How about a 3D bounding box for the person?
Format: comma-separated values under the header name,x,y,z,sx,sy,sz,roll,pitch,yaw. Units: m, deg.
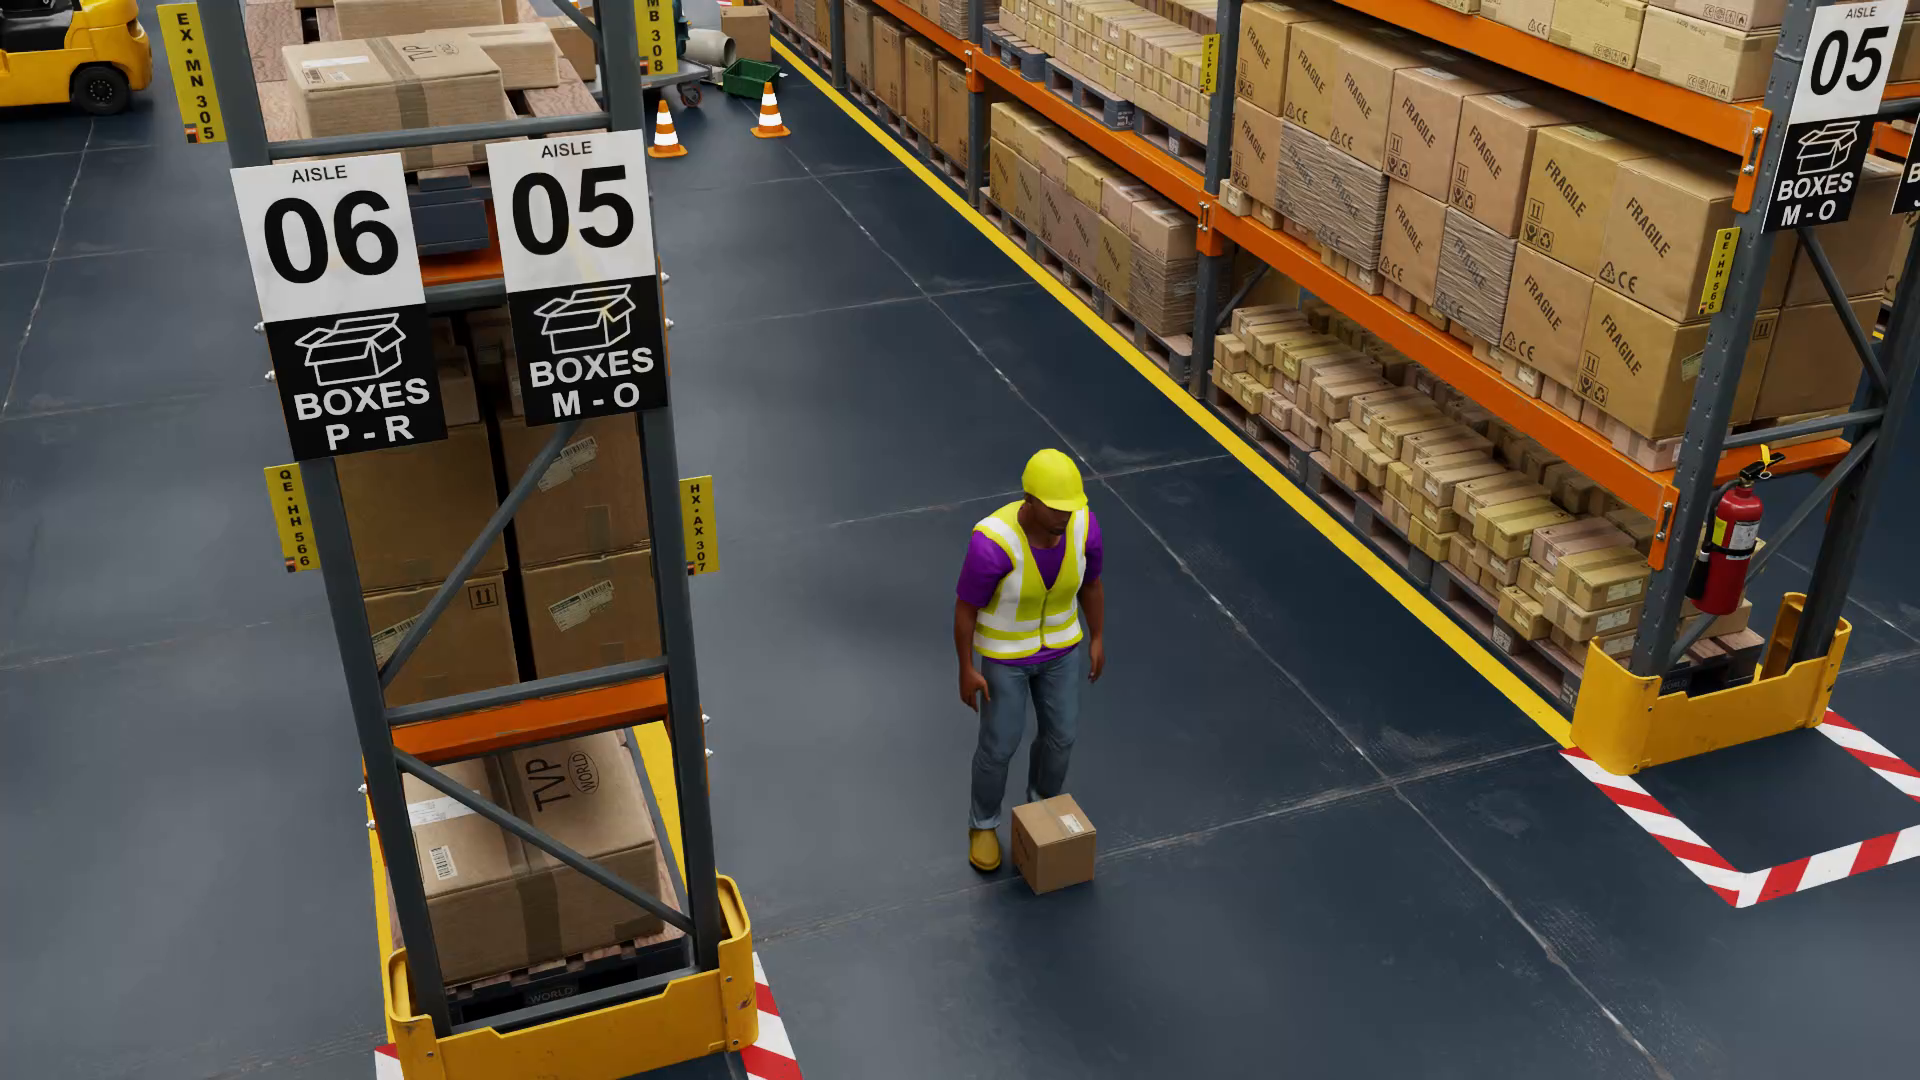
name,x,y,z,sx,sy,sz,roll,pitch,yaw
person,0.279,0.435,6.347,0.629,1.759,0.460,-12,32,-20
